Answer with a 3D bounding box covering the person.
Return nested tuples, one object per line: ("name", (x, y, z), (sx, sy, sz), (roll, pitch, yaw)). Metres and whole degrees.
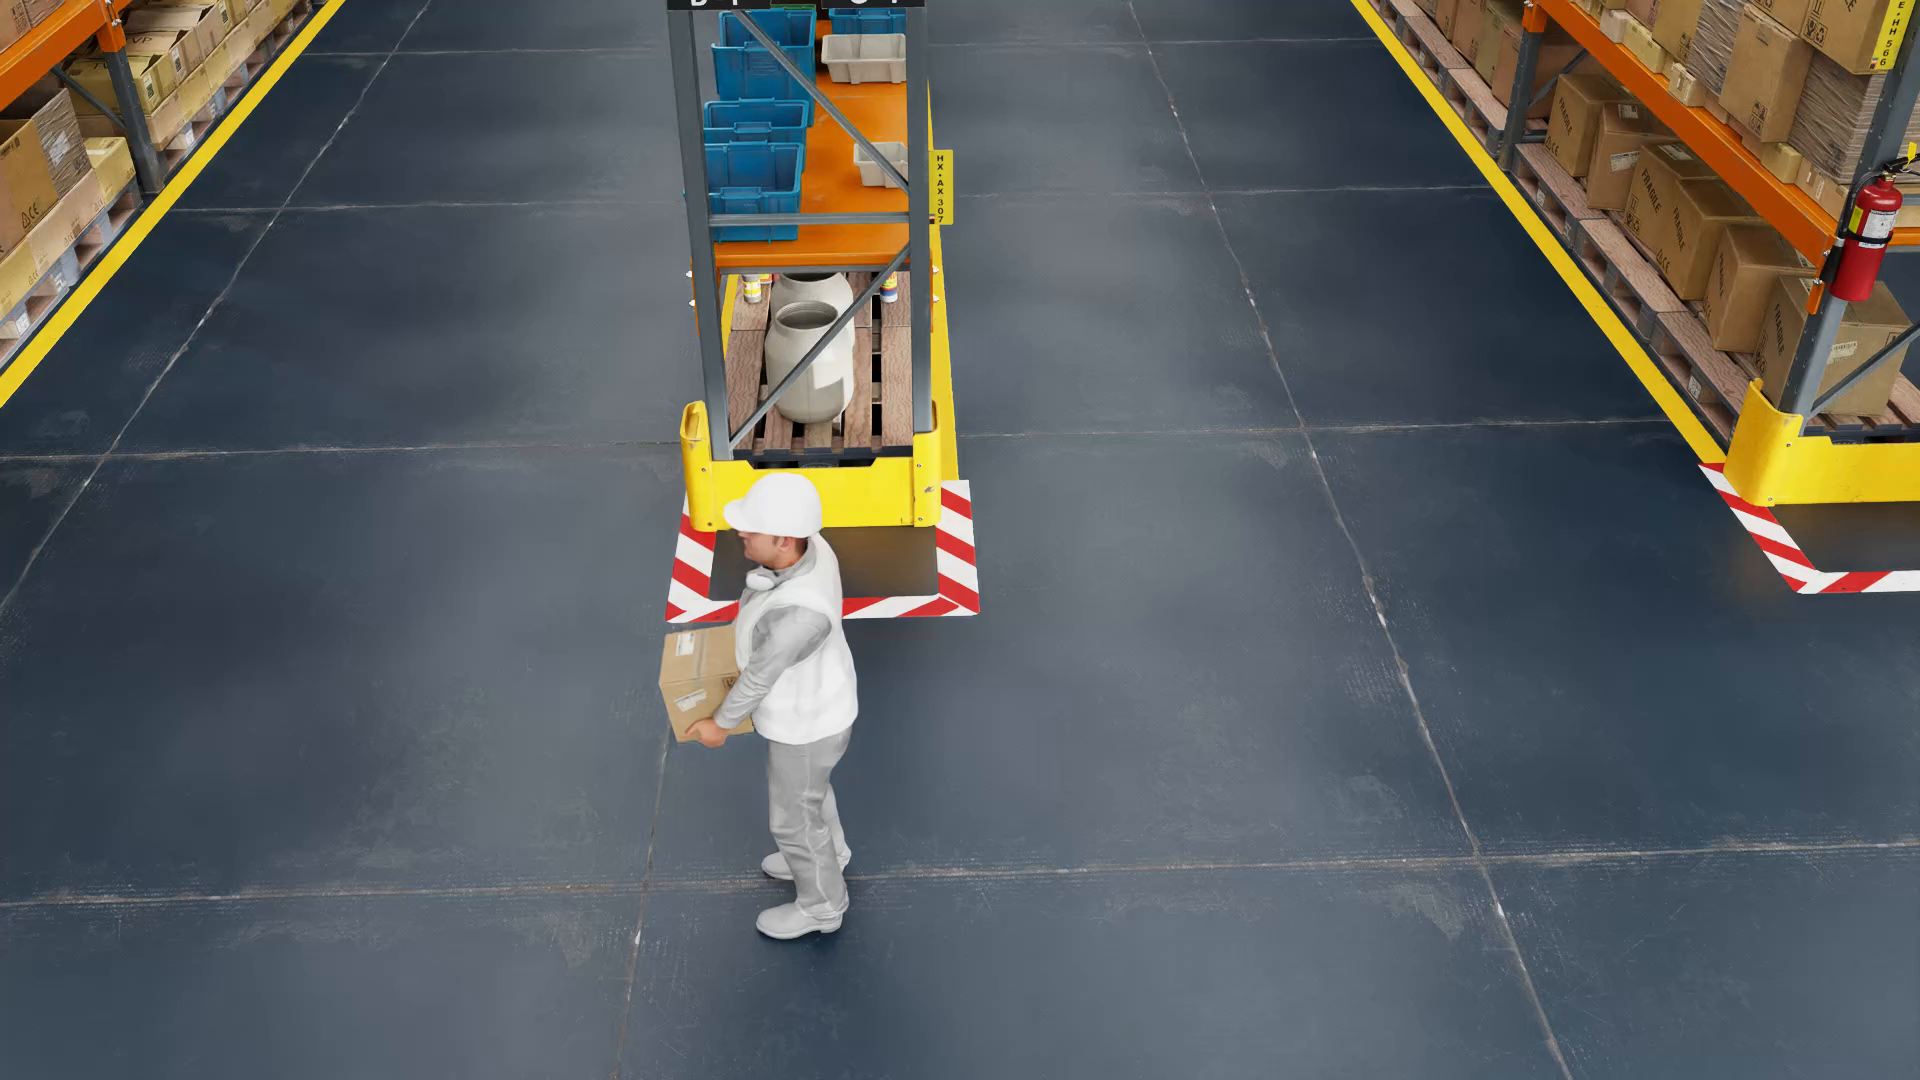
("person", (-0.605, 0.544, 5.350), (0.554, 1.772, 0.495), (-2, 35, -3))
